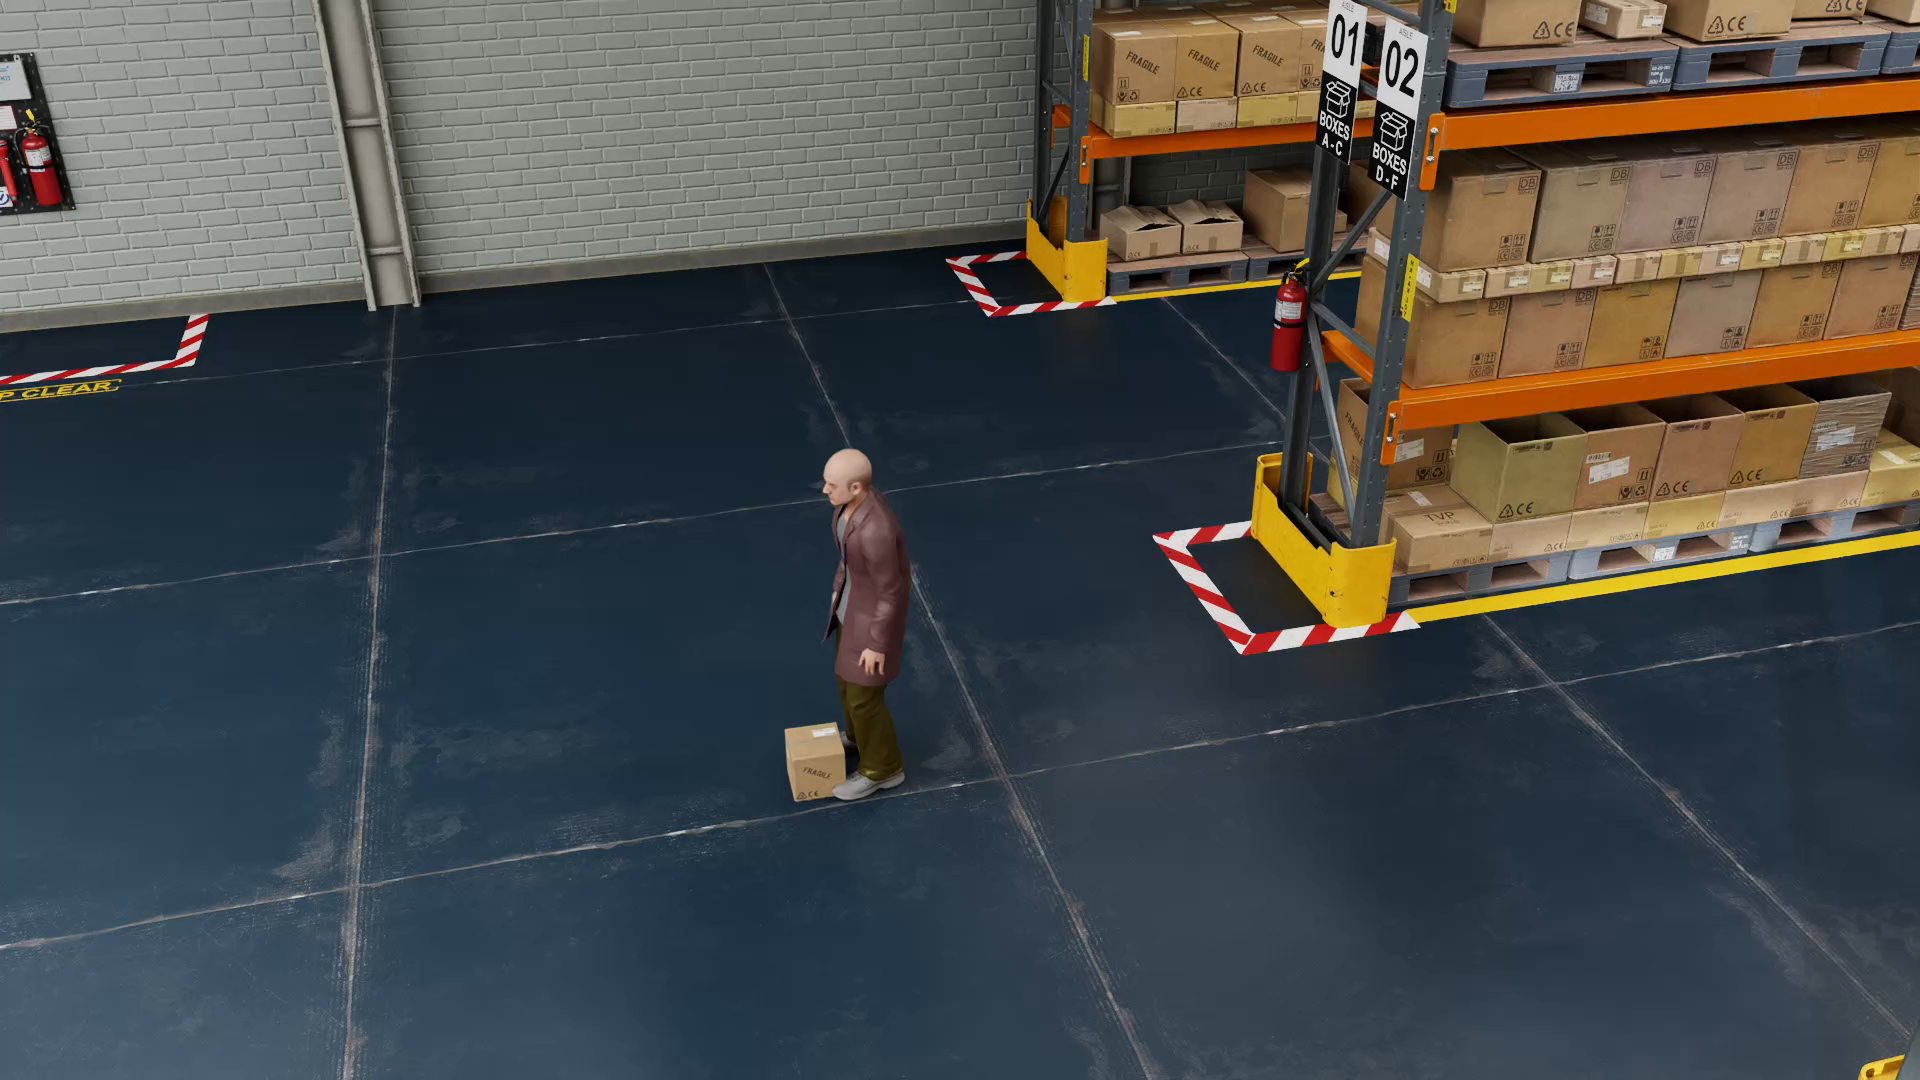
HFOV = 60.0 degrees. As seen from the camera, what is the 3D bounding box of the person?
[{"bbox_3d":[-0.447,0.366,7.624,0.429,1.772,0.645,-10,31,-16],"label":"person"}]
